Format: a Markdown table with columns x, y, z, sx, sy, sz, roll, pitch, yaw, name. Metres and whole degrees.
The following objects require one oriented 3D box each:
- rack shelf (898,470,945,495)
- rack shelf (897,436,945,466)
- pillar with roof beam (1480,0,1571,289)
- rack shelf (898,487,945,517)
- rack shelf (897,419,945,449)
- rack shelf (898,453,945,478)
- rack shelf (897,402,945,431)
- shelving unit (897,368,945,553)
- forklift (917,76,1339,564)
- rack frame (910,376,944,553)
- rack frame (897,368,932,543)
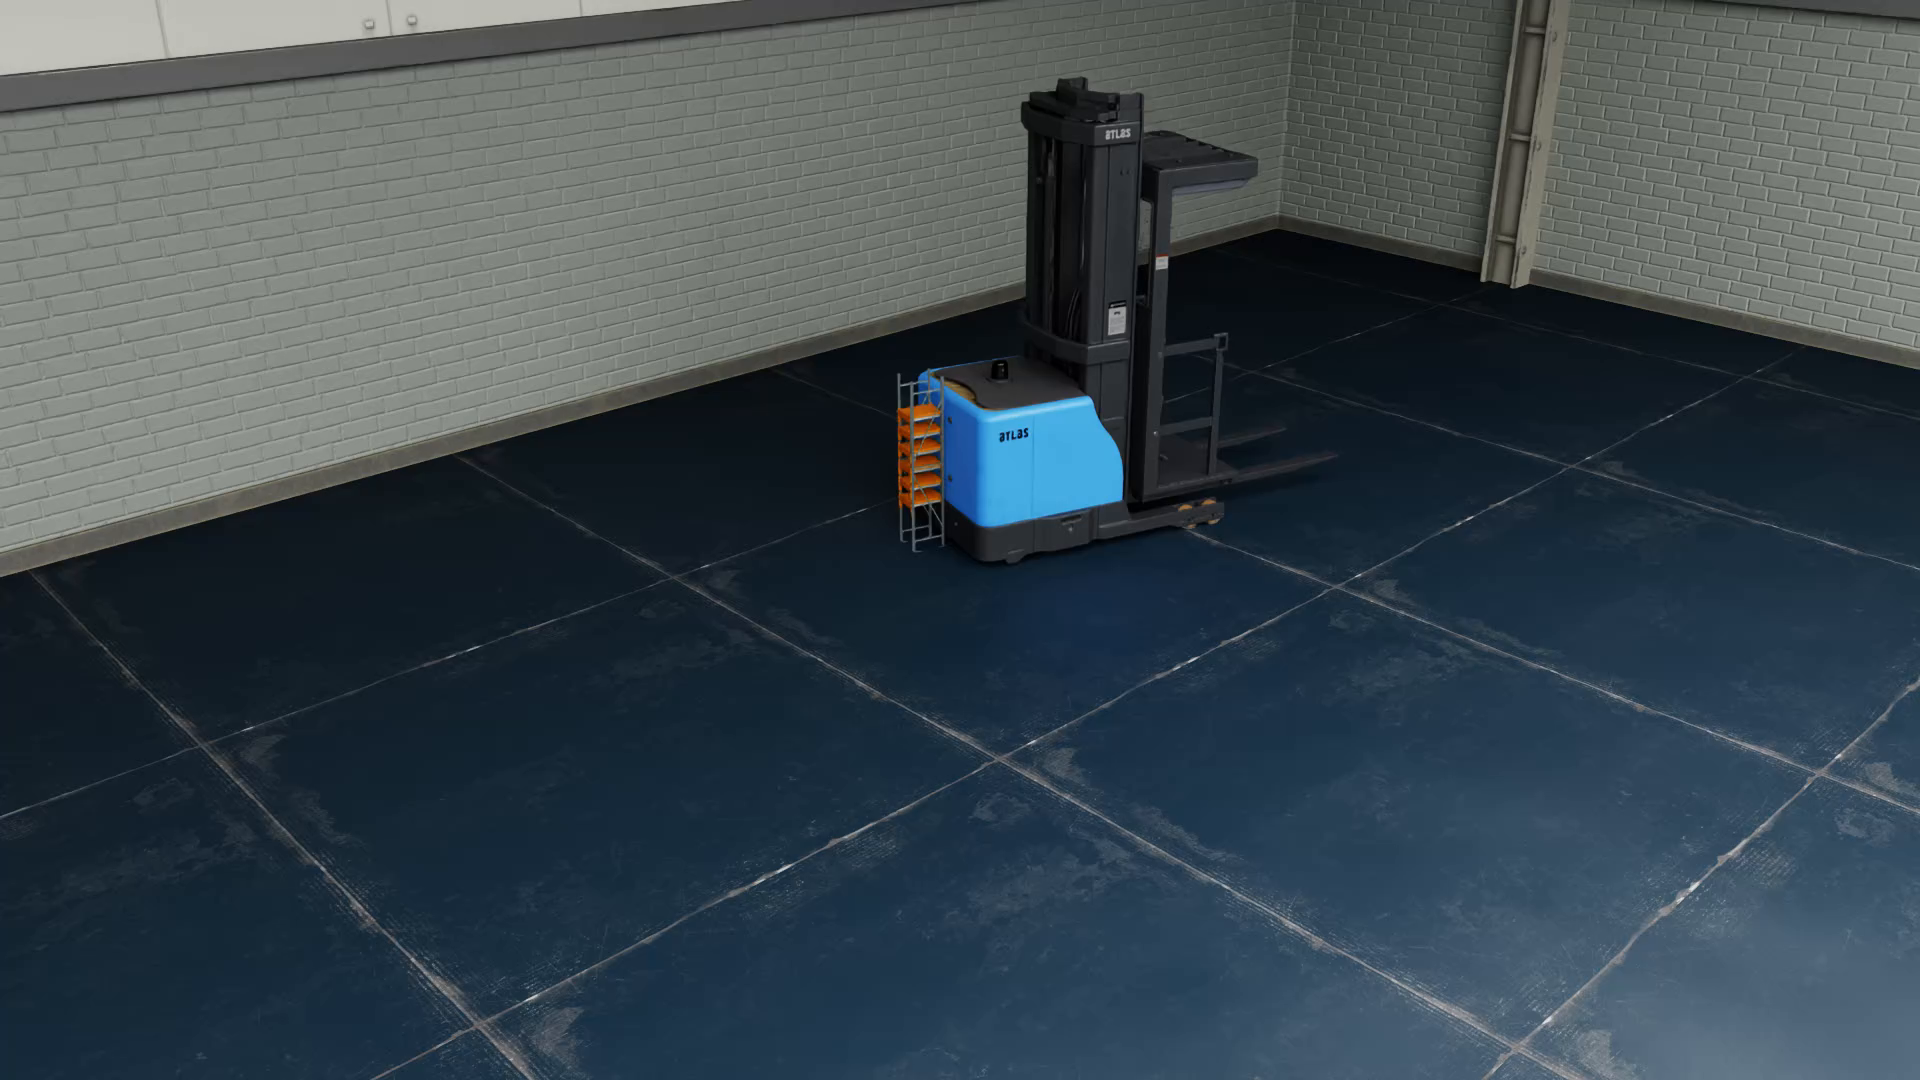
| x | y | z | sx | sy | sz | roll | pitch | yaw | name |
| --- | --- | --- | --- | --- | --- | --- | --- | --- | --- |
| -0.255 | -0.365 | 11.000 | 0.258 | 0.103 | 0.180 | -13 | 27 | -26 | rack shelf |
| -0.255 | -0.583 | 10.900 | 0.258 | 0.103 | 0.180 | -13 | 27 | -26 | rack shelf |
| 2.442 | -5.519 | 12.505 | 9.100 | 9.000 | 0.400 | -21 | 32 | -38 | pillar with roof beam |
| -0.255 | -0.255 | 11.050 | 0.258 | 0.103 | 0.180 | -13 | 27 | -26 | rack shelf |
| -0.255 | -0.692 | 10.851 | 0.258 | 0.103 | 0.180 | -13 | 27 | -26 | rack shelf |
| -0.255 | -0.474 | 10.950 | 0.258 | 0.103 | 0.180 | -13 | 27 | -26 | rack shelf |
| -0.255 | -0.801 | 10.801 | 0.258 | 0.103 | 0.180 | -13 | 27 | -26 | rack shelf |
| -0.255 | -0.514 | 10.932 | 0.258 | 1.200 | 0.189 | -13 | 27 | -26 | shelving unit |
| 1.254 | -1.589 | 11.202 | 3.031 | 2.935 | 1.130 | -12 | 27 | -24 | forklift |
| -0.211 | -0.481 | 10.858 | 0.240 | 1.200 | 0.006 | -13 | 27 | -26 | rack frame |
| -0.298 | -0.548 | 11.005 | 0.240 | 1.200 | 0.006 | -13 | 27 | -26 | rack frame |
